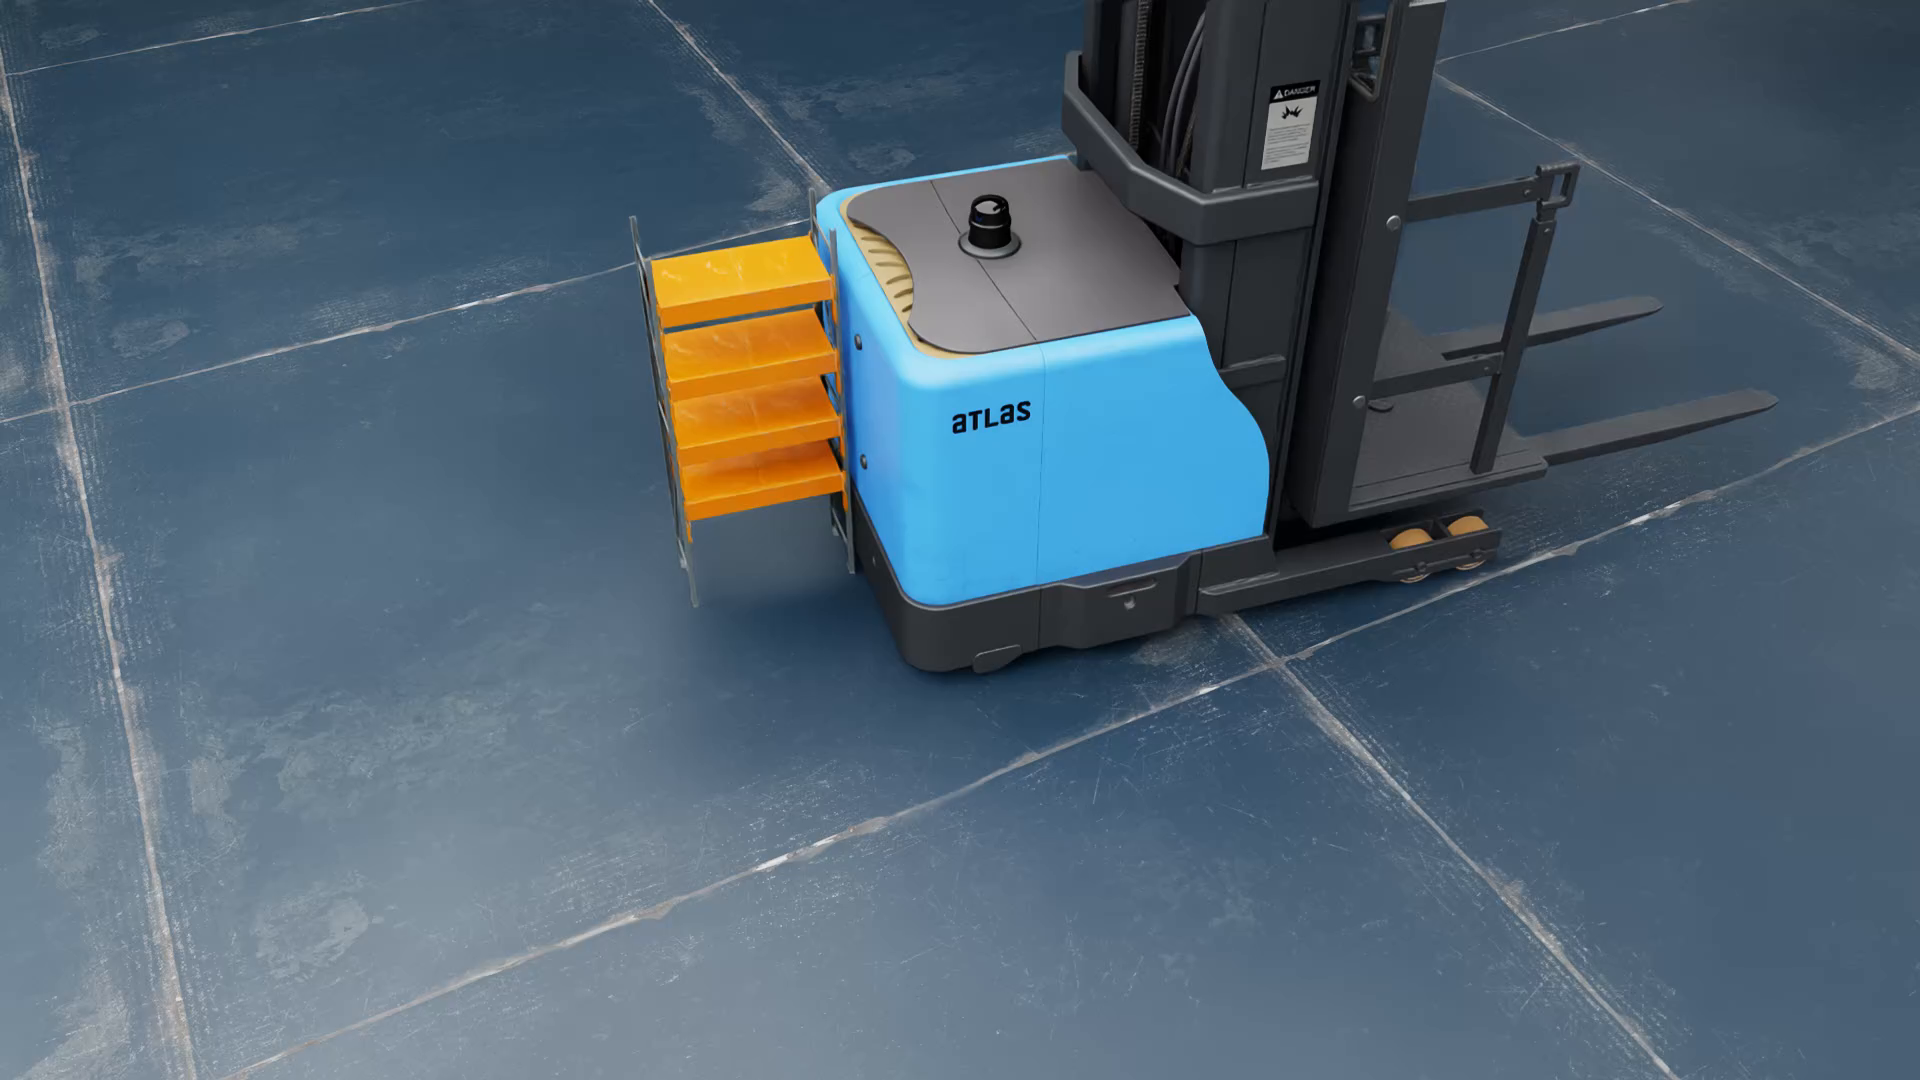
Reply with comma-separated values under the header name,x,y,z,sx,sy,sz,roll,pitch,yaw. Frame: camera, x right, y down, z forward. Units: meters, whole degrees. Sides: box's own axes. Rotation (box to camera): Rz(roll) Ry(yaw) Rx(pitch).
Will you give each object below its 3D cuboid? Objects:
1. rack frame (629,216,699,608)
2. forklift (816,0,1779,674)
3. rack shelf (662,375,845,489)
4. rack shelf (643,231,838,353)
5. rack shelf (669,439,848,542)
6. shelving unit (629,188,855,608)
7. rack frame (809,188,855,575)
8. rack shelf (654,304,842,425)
name,x,y,z,sx,sy,sz,roll,pitch,yaw
rack frame,-0.831,-0.327,4.707,0.015,1.200,0.240,-12,42,-14
forklift,1.140,-1.301,4.518,3.031,2.935,1.130,-12,42,-14
rack shelf,-0.600,-0.325,4.809,0.480,0.148,0.258,-12,42,-14
rack shelf,-0.600,-0.676,4.512,0.480,0.148,0.258,-12,42,-14
rack shelf,-0.600,-0.173,4.937,0.480,0.148,0.258,-12,42,-14
shelving unit,-0.600,-0.376,4.766,0.503,1.200,0.258,-12,42,-14
rack frame,-0.368,-0.426,4.824,0.015,1.200,0.240,-12,42,-14
rack shelf,-0.600,-0.496,4.665,0.480,0.148,0.258,-12,42,-14
